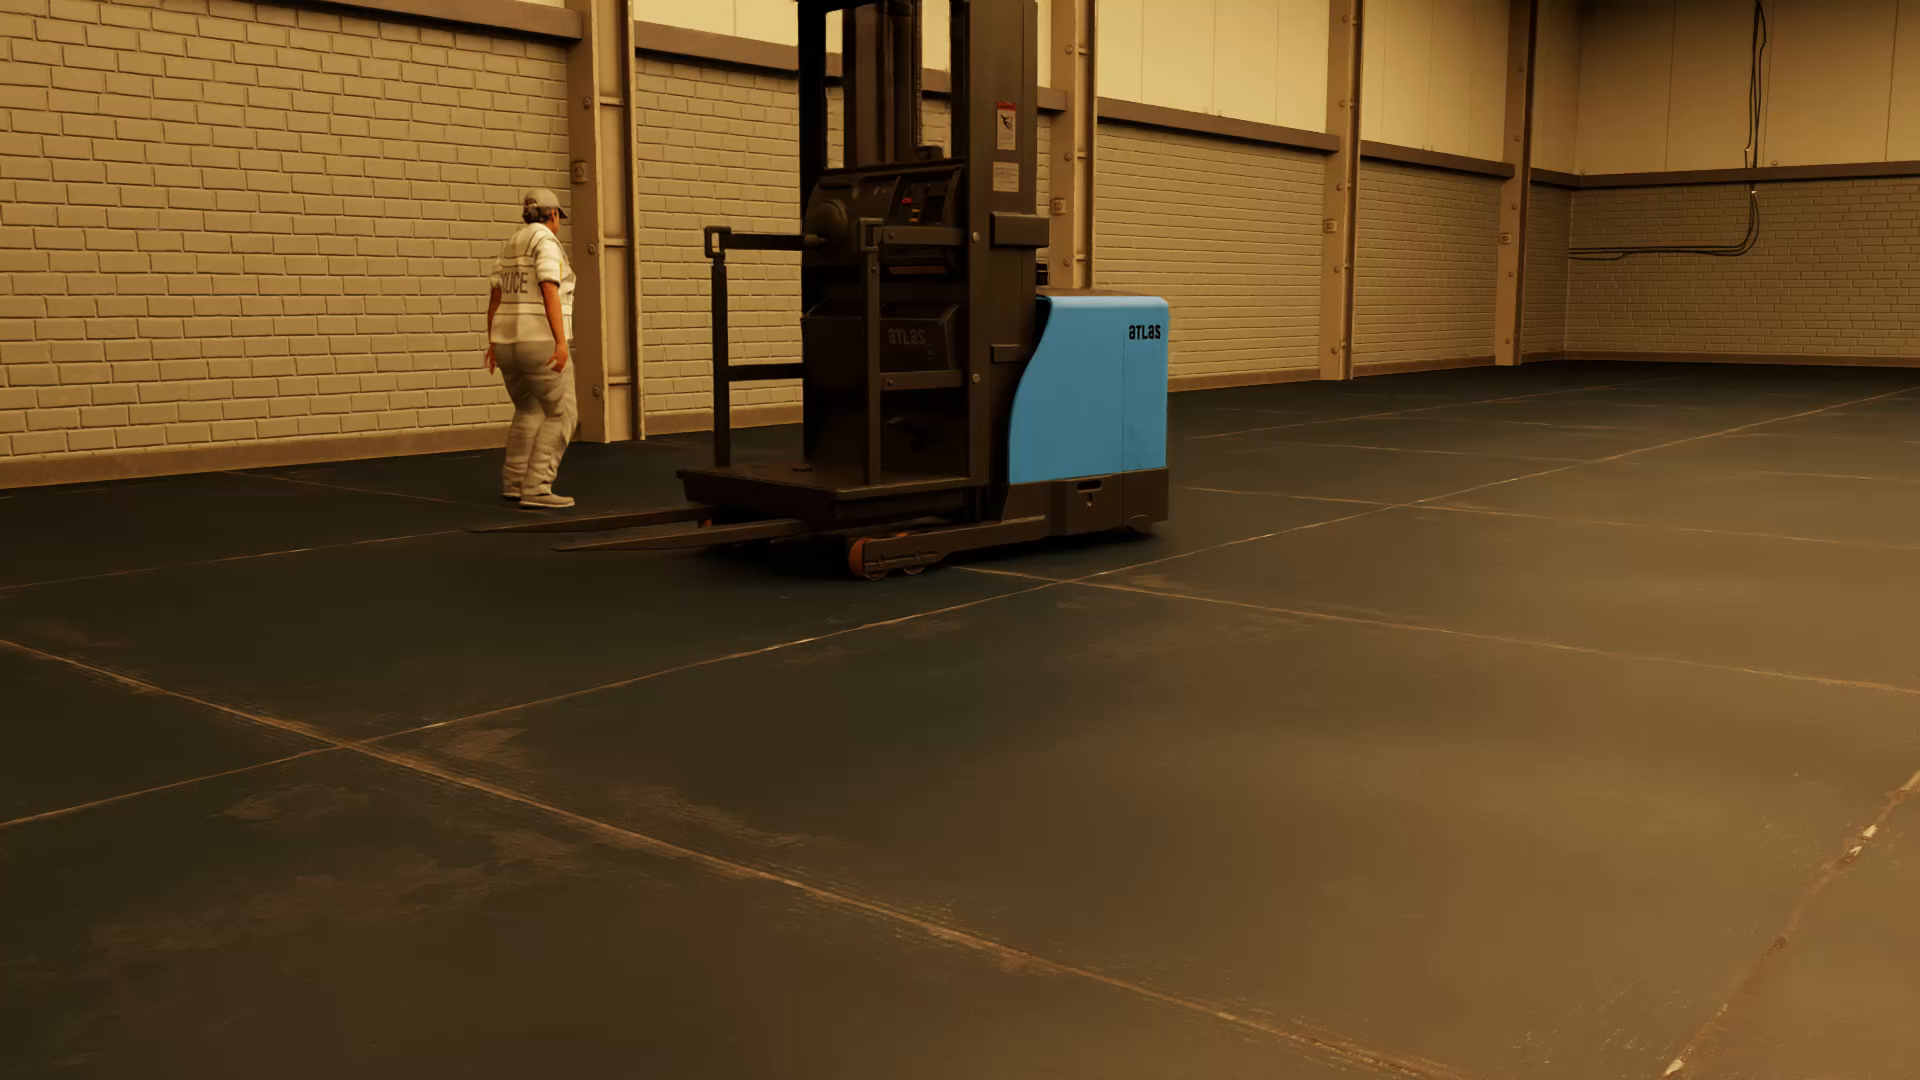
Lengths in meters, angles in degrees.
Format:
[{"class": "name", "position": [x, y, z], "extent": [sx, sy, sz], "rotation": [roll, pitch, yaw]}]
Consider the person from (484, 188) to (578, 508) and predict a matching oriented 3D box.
[{"class": "person", "position": [-2.197, -0.996, 8.624], "extent": [0.813, 1.635, 0.469], "rotation": [8, 11, 43]}]

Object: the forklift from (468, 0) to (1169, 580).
[{"class": "forklift", "position": [-0.478, -1.381, 6.718], "extent": [3.031, 2.935, 1.130], "rotation": [-8, 11, -42]}]
